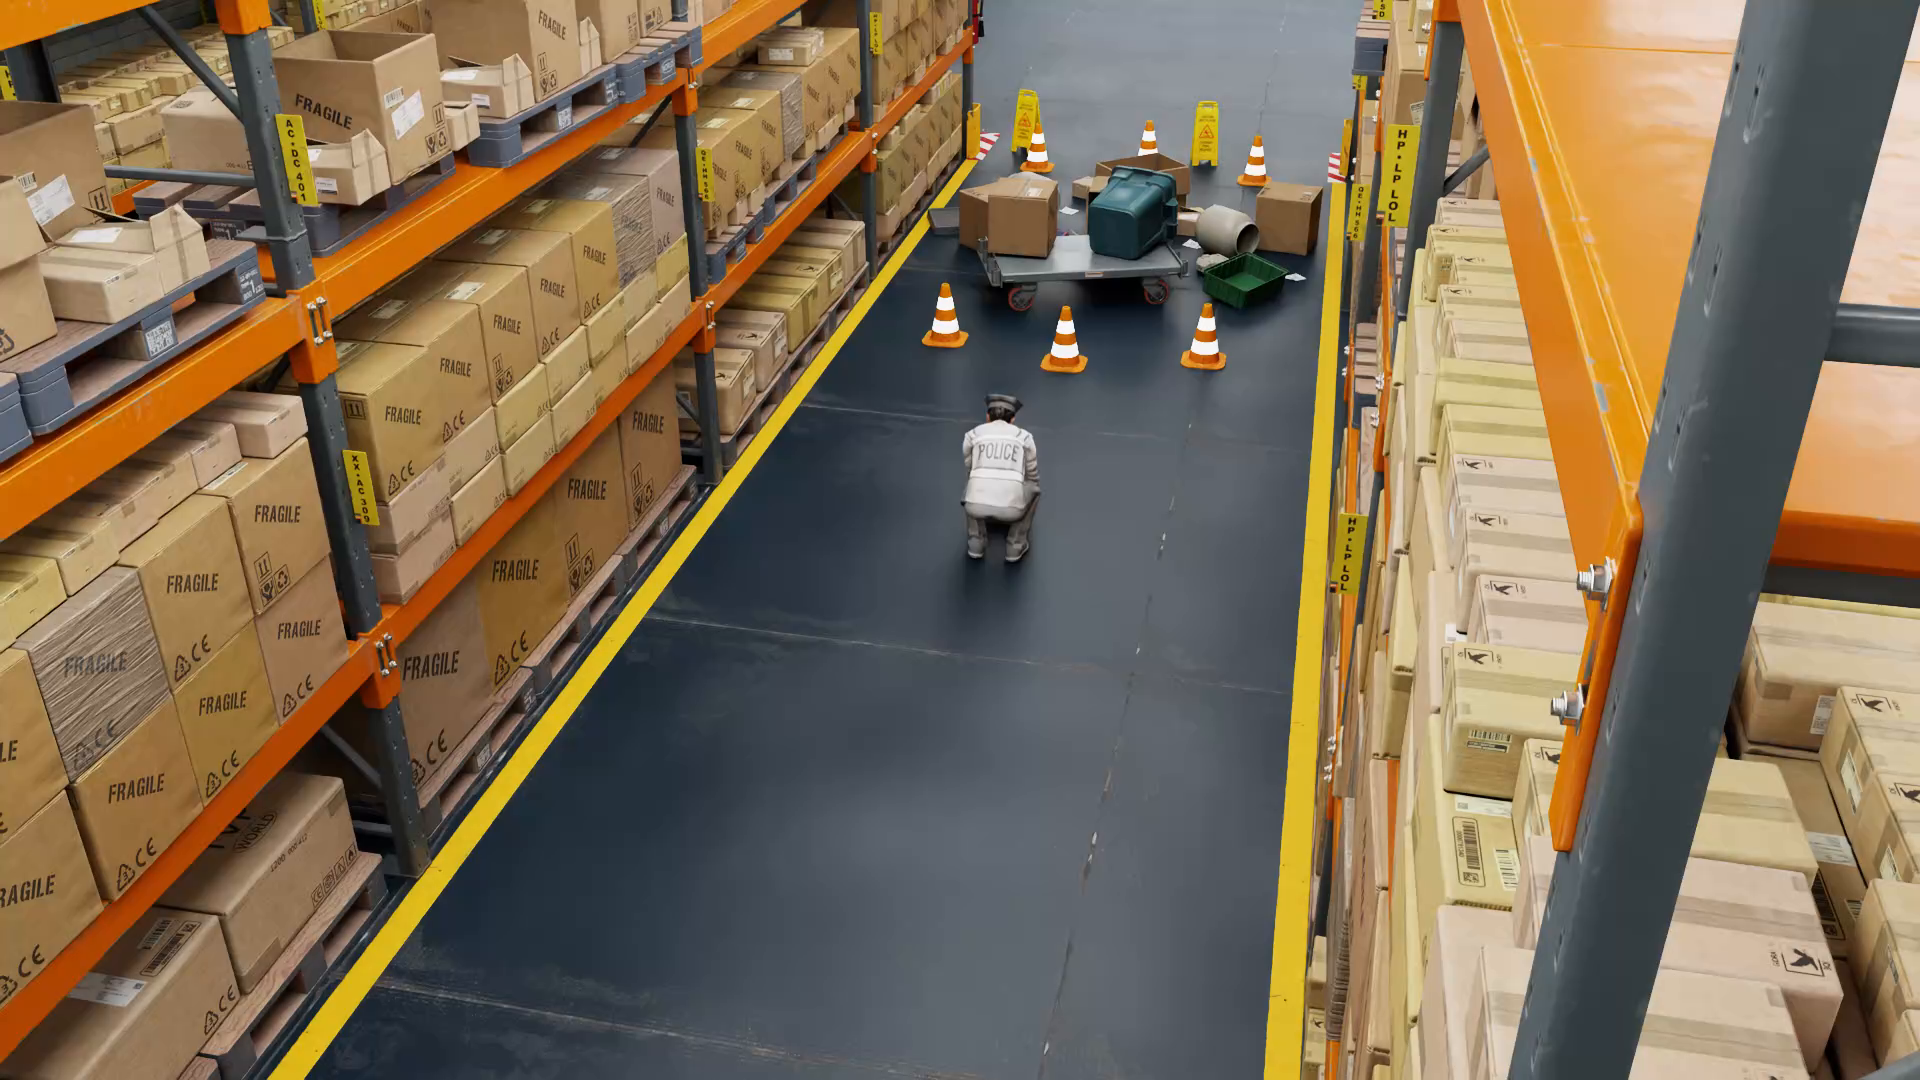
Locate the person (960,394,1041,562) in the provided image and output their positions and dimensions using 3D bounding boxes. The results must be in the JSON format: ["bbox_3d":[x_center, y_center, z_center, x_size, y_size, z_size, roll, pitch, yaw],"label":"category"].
[{"bbox_3d":[0.242,-0.361,10.131,0.486,0.833,0.857,6,30,11],"label":"person"}]
